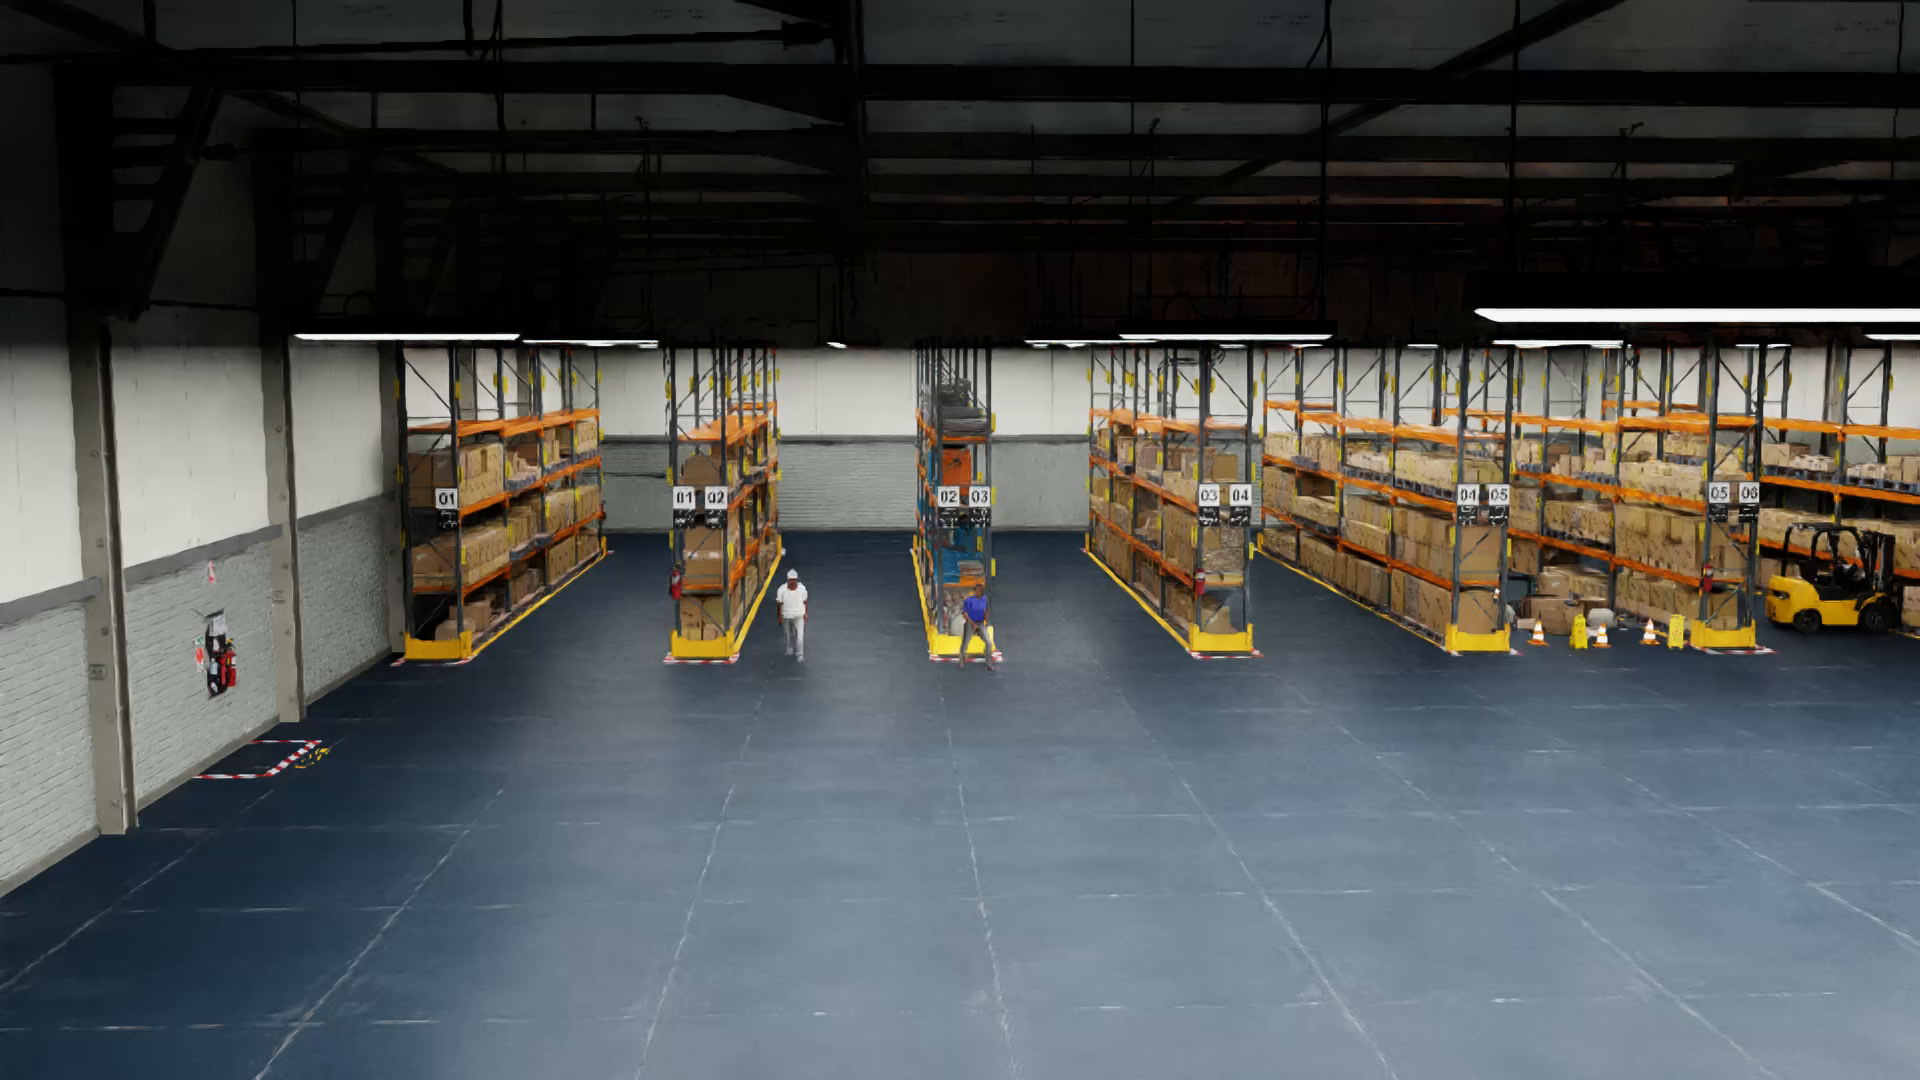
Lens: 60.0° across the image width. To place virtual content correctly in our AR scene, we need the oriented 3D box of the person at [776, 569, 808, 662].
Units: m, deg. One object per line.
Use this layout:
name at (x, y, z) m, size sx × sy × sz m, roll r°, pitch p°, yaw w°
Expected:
person at (-3.104, 1.374, 30.783) m, size 0.583 × 1.686 × 1.111 m, roll -1°, pitch 7°, yaw -4°

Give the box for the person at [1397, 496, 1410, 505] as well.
person at (13.630, -1.010, 51.395) m, size 0.495 × 1.775 × 0.631 m, roll -6°, pitch 9°, yaw -41°

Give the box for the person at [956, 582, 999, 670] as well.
person at (0.293, 1.531, 29.933) m, size 0.621 × 1.591 × 0.822 m, roll -2°, pitch 7°, yaw -20°
